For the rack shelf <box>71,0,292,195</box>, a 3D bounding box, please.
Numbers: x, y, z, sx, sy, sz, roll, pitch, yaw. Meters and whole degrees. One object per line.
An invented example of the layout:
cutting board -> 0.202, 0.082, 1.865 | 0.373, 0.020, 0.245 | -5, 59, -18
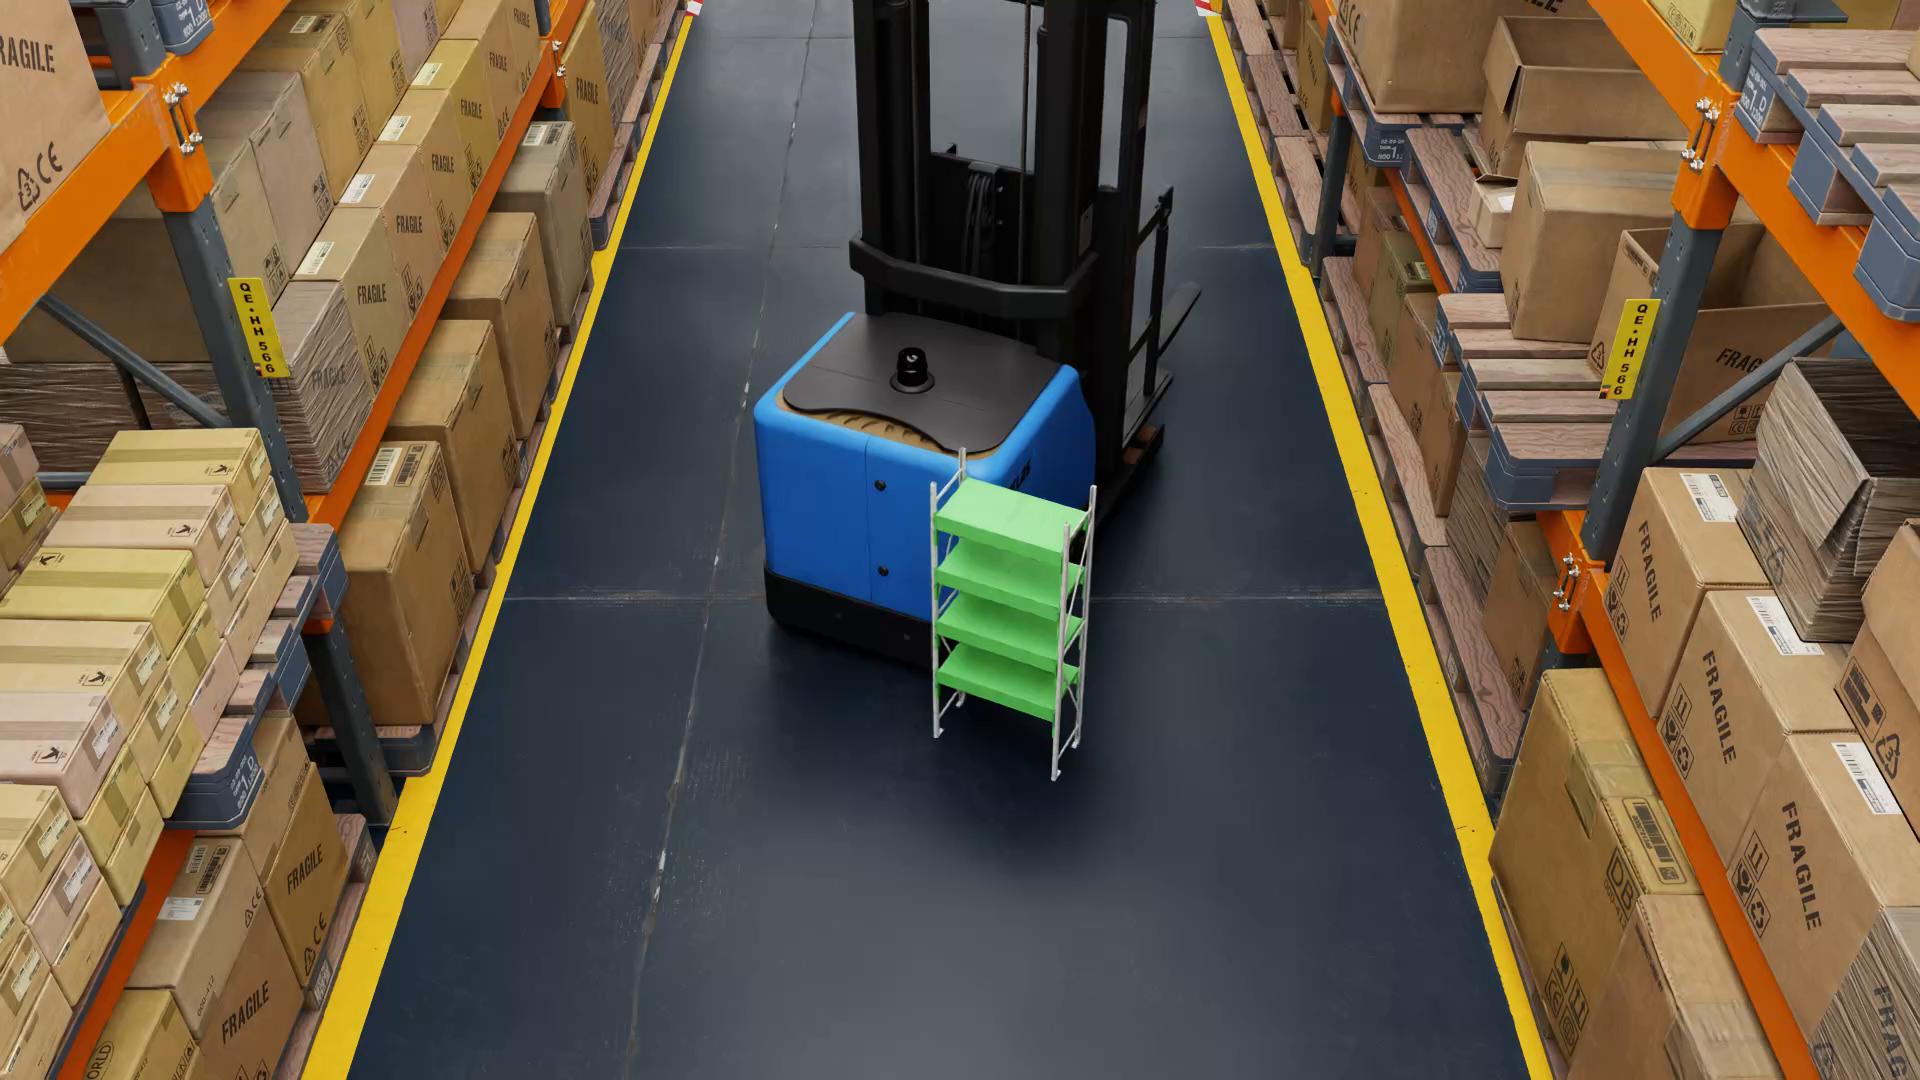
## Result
rack shelf -> -2.546, -2.316, 5.918 | 1.077, 0.370, 4.000 | 0, 39, 0

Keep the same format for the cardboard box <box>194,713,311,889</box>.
cardboard box -> -2.281, 0.771, 4.953 | 0.500, 0.250, 0.500 | -1, 39, -1

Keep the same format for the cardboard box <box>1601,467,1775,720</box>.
cardboard box -> 2.145, 0.149, 4.585 | 0.500, 0.500, 0.500 | 1, 39, 1

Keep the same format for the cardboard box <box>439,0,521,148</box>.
cardboard box -> -2.280, -2.074, 7.359 | 0.500, 0.500, 0.500 | 0, 39, -1

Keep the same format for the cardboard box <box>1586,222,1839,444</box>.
cardboard box -> 2.376, -0.657, 5.255 | 0.500, 0.500, 0.500 | -5, 39, -6

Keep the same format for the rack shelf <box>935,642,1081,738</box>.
rack shelf -> 0.178, 0.523, 6.124 | 0.480, 0.148, 0.258 | 17, 42, 20

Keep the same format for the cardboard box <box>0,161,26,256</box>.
cardboard box -> -2.275, -0.716, 3.266 | 0.500, 0.500, 0.500 | 0, 39, 0

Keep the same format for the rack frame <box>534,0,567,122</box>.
rack frame -> -2.548, -2.677, 8.192 | 1.000, 3.000, 0.127 | 0, 39, 0

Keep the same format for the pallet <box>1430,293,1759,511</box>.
pallet -> 2.309, -0.487, 5.612 | 1.213, 0.211, 1.003 | 0, 39, 0

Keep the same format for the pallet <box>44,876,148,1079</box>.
pallet -> -2.500, 1.137, 3.586 | 1.003, 0.211, 1.213 | 0, 39, 0

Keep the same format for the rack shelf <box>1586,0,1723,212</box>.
rack shelf -> 2.414, -2.256, 5.844 | 1.077, 0.370, 4.000 | 0, 39, 0

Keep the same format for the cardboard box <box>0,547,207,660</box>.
cardboard box -> -2.086, 0.153, 4.049 | 0.380, 0.149, 0.250 | 1, 39, 1

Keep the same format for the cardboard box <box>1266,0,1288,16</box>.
cardboard box -> 2.391, -3.917, 11.402 | 0.500, 0.500, 0.500 | 7, 39, 8

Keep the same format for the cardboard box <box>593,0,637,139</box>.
cardboard box -> -2.484, -2.969, 9.919 | 0.875, 0.875, 0.875 | 0, 39, 0

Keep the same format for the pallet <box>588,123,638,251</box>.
pallet -> -2.471, -2.064, 9.657 | 1.003, 0.211, 1.213 | 0, 39, 0

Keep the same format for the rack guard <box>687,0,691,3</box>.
rack guard -> -2.553, -4.218, 12.114 | 1.175, 0.500, 0.348 | 0, 39, 0

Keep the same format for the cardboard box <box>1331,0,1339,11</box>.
cardboard box -> 2.127, -2.810, 8.559 | 0.380, 0.149, 0.250 | 0, 39, 0

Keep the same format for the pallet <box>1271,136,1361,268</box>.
pallet -> 2.376, -1.949, 9.514 | 1.003, 0.211, 1.213 | 0, 39, 0

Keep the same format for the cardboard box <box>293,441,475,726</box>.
cardboard box -> -2.454, 0.158, 6.118 | 1.050, 0.750, 0.750 | -1, 39, -1

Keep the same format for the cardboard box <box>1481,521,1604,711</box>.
cardboard box -> 2.396, 0.269, 6.163 | 0.700, 0.500, 0.500 | -2, 39, -2

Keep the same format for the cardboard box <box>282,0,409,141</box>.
cardboard box -> -2.540, -1.842, 6.271 | 0.700, 0.500, 0.500 | 0, 39, 0

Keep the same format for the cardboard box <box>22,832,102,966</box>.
cardboard box -> -2.084, 0.758, 3.533 | 0.380, 0.149, 0.250 | 1, 39, 1

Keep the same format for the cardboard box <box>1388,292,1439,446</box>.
cardboard box -> 2.374, -0.781, 7.474 | 0.700, 0.500, 0.500 | -3, 39, -4

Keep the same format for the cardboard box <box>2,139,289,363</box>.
cardboard box -> -2.534, -0.886, 5.077 | 0.700, 0.500, 0.500 | 0, 39, 0

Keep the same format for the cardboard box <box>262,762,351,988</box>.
cardboard box -> -2.281, 1.047, 5.208 | 0.500, 0.500, 0.500 | 0, 39, 0

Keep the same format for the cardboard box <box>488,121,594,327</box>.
cardboard box -> -2.457, -1.575, 8.280 | 1.050, 0.750, 0.750 | 0, 39, 0

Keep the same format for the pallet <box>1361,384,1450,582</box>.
pallet -> 2.419, -0.278, 7.427 | 1.003, 0.211, 1.213 | 0, 39, 0

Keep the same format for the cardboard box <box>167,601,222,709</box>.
cardboard box -> -2.083, 0.283, 4.126 | 0.380, 0.149, 0.250 | 1, 39, 1

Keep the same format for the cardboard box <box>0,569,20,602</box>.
cardboard box -> -2.745, 0.206, 4.459 | 0.380, 0.149, 0.250 | 2, 39, 2

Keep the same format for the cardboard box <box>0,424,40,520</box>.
cardboard box -> -2.737, -0.182, 4.467 | 0.380, 0.149, 0.250 | 0, 39, 0

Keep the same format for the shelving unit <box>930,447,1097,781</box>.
shelving unit -> 0.178, 0.286, 5.934 | 0.503, 1.200, 0.258 | 17, 42, 20

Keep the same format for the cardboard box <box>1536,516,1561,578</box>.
cardboard box -> 2.386, -0.024, 5.928 | 0.500, 0.250, 0.500 | 1, 39, 2

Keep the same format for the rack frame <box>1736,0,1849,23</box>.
rack frame -> 2.417, -2.457, 3.120 | 1.000, 3.000, 0.127 | 0, 39, 0

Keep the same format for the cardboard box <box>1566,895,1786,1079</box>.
cardboard box -> 2.390, 1.538, 4.295 | 1.225, 0.875, 0.875 | 0, 39, 0

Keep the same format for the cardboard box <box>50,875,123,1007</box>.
cardboard box -> -2.087, 0.869, 3.632 | 0.380, 0.149, 0.250 | 1, 39, 1

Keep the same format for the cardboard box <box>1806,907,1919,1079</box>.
cardboard box -> 2.151, 1.105, 3.393 | 0.500, 0.500, 0.500 | 0, 39, 0

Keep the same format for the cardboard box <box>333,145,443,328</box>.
cardboard box -> -2.278, -1.129, 6.180 | 0.500, 0.500, 0.500 | 0, 39, 0

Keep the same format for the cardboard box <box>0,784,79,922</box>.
cardboard box -> -2.085, 0.641, 3.441 | 0.380, 0.149, 0.250 | 2, 39, 2

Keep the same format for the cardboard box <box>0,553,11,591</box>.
cardboard box -> -2.741, 0.115, 4.336 | 0.380, 0.149, 0.250 | 2, 39, 2

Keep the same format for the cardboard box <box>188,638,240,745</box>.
cardboard box -> -2.084, 0.383, 4.239 | 0.380, 0.149, 0.250 | 1, 39, 1

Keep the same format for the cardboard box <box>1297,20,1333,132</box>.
cardboard box -> 2.364, -2.802, 10.011 | 0.500, 0.500, 0.500 | -3, 39, -4

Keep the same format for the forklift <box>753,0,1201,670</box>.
forklift -> 0.293, -1.506, 6.786 | 1.130, 2.935, 3.031 | 16, 41, 19

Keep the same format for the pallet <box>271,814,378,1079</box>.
pallet -> -2.544, 1.401, 5.333 | 1.003, 0.211, 1.213 | 0, 39, 0

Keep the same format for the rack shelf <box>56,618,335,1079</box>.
rack shelf -> -2.541, 1.356, 3.735 | 1.077, 0.370, 4.000 | 0, 39, 0

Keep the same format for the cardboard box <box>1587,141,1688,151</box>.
cardboard box -> 2.645, -1.270, 6.220 | 0.500, 0.250, 0.500 | -1, 39, -1

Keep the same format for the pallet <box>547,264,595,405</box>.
pallet -> -2.472, -1.106, 8.462 | 1.003, 0.211, 1.213 | 0, 39, 0

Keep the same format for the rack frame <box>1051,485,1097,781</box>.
rack frame -> 0.397, 0.353, 5.850 | 0.015, 1.200, 0.240 | 17, 42, 20
